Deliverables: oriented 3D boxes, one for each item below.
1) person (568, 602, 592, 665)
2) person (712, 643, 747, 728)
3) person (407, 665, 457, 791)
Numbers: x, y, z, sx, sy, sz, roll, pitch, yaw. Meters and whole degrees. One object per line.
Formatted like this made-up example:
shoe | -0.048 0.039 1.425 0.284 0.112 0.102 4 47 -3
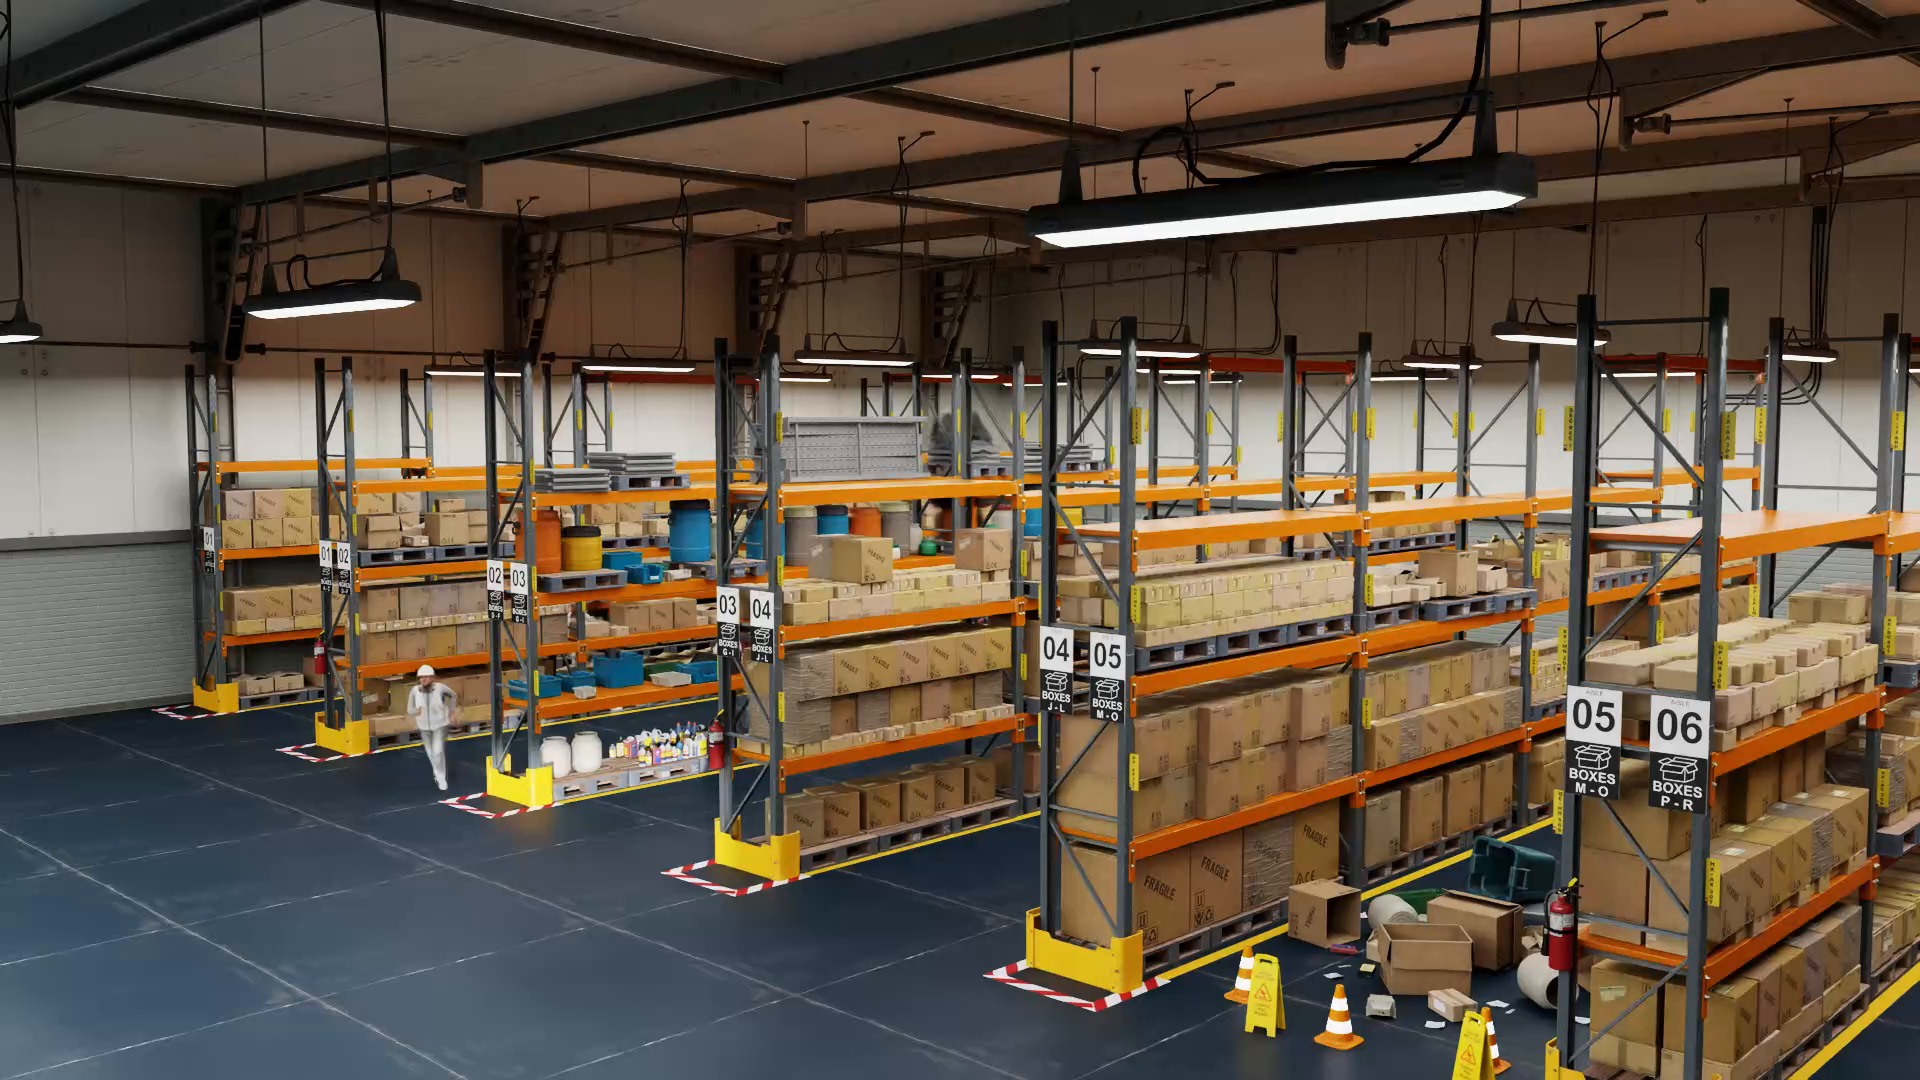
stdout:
person | -6.986 1.948 30.697 0.697 1.742 0.945 3 5 32
person | -3.699 2.253 26.948 0.648 1.738 0.695 3 5 35
person | -7.250 2.552 22.859 0.585 1.721 0.940 0 4 1
